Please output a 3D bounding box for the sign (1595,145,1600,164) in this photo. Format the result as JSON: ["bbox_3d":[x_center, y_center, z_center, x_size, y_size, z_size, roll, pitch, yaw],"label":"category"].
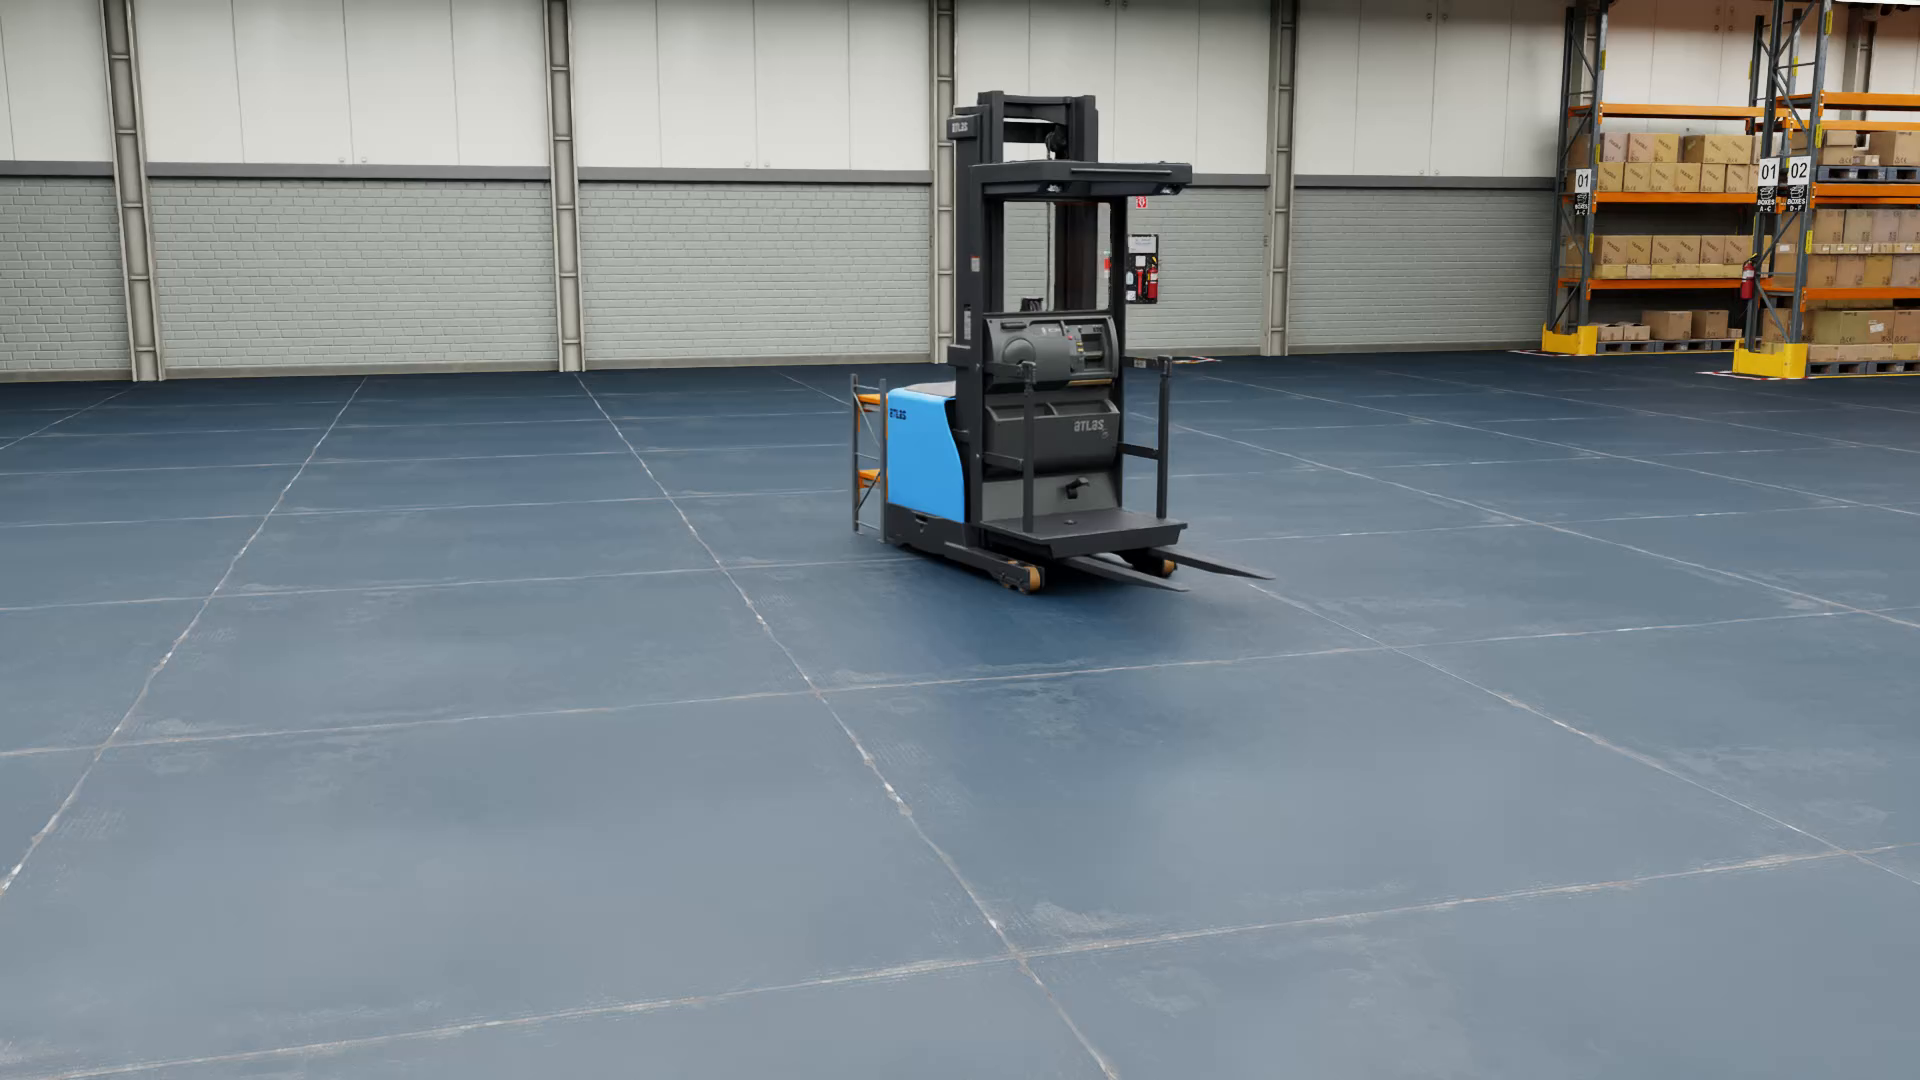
[{"bbox_3d":[10.977,-6.642,28.639,0.005,0.325,0.100,-3,11,-16],"label":"sign"}]

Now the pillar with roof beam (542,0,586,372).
[{"bbox_3d":[-4.824,-6.308,20.955,0.400,9.000,9.100,-3,11,-16],"label":"pillar with roof beam"}]

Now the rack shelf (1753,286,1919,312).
[{"bbox_3d":[14.133,-3.717,25.440,4.000,0.370,1.077,-3,11,-16],"label":"rack shelf"}]

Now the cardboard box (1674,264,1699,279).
[{"bbox_3d":[12.853,-4.815,29.776,0.500,0.250,0.500,-3,11,-15],"label":"cardboard box"}]

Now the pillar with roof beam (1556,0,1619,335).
[{"bbox_3d":[12.458,-7.219,25.903,0.548,9.000,9.100,-3,11,-16],"label":"pillar with roof beam"}]

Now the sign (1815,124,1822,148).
[{"bbox_3d":[12.362,-5.817,23.942,0.005,0.325,0.100,-3,11,-16],"label":"sign"}]

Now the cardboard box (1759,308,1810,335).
[{"bbox_3d":[15.367,-4.060,31.006,0.500,0.500,0.700,-3,11,-14],"label":"cardboard box"}]

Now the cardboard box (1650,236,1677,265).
[{"bbox_3d":[12.342,-5.156,29.556,0.500,0.500,0.500,-3,11,-18],"label":"cardboard box"}]

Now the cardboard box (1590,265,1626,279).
[{"bbox_3d":[11.382,-4.736,29.348,0.500,0.250,0.500,-3,11,-18],"label":"cardboard box"}]

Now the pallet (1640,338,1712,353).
[{"bbox_3d":[12.857,-3.559,30.297,1.213,0.211,1.003,-3,11,-16],"label":"pallet"}]

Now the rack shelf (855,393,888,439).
[{"bbox_3d":[-0.188,-0.905,11.740,1.000,0.278,0.538,-6,12,-28],"label":"rack shelf"}]

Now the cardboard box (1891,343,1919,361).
[{"bbox_3d":[14.231,-2.888,25.385,0.500,0.250,0.500,-3,11,-16],"label":"cardboard box"}]

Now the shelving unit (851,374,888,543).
[{"bbox_3d":[-0.188,-0.617,11.793,1.048,1.125,0.538,-6,12,-28],"label":"shelving unit"}]

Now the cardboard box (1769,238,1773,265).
[{"bbox_3d":[15.163,-5.319,30.660,0.500,0.500,0.700,-3,11,-16],"label":"cardboard box"}]

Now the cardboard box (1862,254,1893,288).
[{"bbox_3d":[13.646,-4.092,25.213,0.500,0.500,0.700,-3,11,-16],"label":"cardboard box"}]

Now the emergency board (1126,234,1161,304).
[{"bbox_3d":[3.111,-4.594,28.219,0.643,1.169,0.194,-3,11,-16],"label":"emergency board"}]

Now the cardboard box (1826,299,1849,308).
[{"bbox_3d":[16.288,-4.479,31.209,0.500,0.250,0.500,-3,11,-18],"label":"cardboard box"}]

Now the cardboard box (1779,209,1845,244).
[{"bbox_3d":[12.716,-4.681,24.830,0.500,0.500,0.700,-3,11,-16],"label":"cardboard box"}]

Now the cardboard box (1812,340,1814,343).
[{"bbox_3d":[13.122,-2.930,25.612,0.500,0.250,0.500,-3,11,-16],"label":"cardboard box"}]

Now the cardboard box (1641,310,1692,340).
[{"bbox_3d":[12.780,-3.894,30.105,0.500,0.500,0.700,-4,11,-20],"label":"cardboard box"}]

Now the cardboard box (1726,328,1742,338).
[{"bbox_3d":[14.160,-3.824,30.643,0.250,0.166,0.380,-5,11,-23],"label":"cardboard box"}]

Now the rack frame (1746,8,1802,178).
[{"bbox_3d":[14.665,-7.984,30.058,0.127,3.000,1.000,-3,11,-16],"label":"rack frame"}]

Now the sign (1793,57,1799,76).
[{"bbox_3d":[14.799,-8.387,29.449,0.005,0.325,0.100,-3,11,-16],"label":"sign"}]

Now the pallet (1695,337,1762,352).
[{"bbox_3d":[14.030,-3.622,30.636,1.213,0.211,1.003,-3,11,-16],"label":"pallet"}]

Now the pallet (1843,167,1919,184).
[{"bbox_3d":[14.073,-5.495,25.071,1.213,0.211,1.003,-3,11,-16],"label":"pallet"}]

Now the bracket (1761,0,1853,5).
[{"bbox_3d":[14.227,-9.827,30.129,4.783,0.066,0.076,-3,11,-16],"label":"bracket"}]

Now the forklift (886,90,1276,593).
[{"bbox_3d":[0.688,-1.219,10.075,1.130,2.935,3.031,-6,12,-30],"label":"forklift"}]

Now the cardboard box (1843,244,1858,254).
[{"bbox_3d":[13.142,-4.347,24.805,0.250,0.149,0.380,-3,11,-16],"label":"cardboard box"}]

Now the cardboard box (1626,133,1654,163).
[{"bbox_3d":[11.758,-6.851,29.096,0.500,0.500,0.500,-3,11,-17],"label":"cardboard box"}]

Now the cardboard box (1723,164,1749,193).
[{"bbox_3d":[13.760,-6.475,29.820,0.500,0.500,0.500,-4,11,-21],"label":"cardboard box"}]

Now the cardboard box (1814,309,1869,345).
[{"bbox_3d":[13.269,-3.207,25.045,0.500,0.500,0.500,-3,11,-16],"label":"cardboard box"}]

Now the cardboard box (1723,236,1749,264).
[{"bbox_3d":[13.820,-5.234,29.981,0.500,0.500,0.500,-3,11,-16],"label":"cardboard box"}]

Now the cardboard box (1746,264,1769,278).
[{"bbox_3d":[14.295,-4.893,30.197,0.500,0.250,0.500,-3,11,-16],"label":"cardboard box"}]

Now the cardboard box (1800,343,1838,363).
[{"bbox_3d":[12.790,-2.813,24.974,0.500,0.250,0.500,-3,11,-16],"label":"cardboard box"}]

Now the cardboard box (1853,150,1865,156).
[{"bbox_3d":[13.245,-5.751,25.082,0.500,0.250,0.500,-3,11,-16],"label":"cardboard box"}]

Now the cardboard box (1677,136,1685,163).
[{"bbox_3d":[12.651,-6.999,29.901,0.500,0.500,0.500,-3,11,-16],"label":"cardboard box"}]

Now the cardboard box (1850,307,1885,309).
[{"bbox_3d":[14.081,-3.350,25.822,0.500,0.500,0.500,-3,11,-16],"label":"cardboard box"}]

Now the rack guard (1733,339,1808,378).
[{"bbox_3d":[12.190,-2.739,25.045,0.348,0.500,1.175,-3,11,-16],"label":"rack guard"}]

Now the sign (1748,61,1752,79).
[{"bbox_3d":[14.505,-8.617,30.482,0.005,0.325,0.100,-3,11,-16],"label":"sign"}]

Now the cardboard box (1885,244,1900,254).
[{"bbox_3d":[13.886,-4.386,25.018,0.250,0.149,0.380,-3,11,-17],"label":"cardboard box"}]

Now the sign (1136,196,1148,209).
[{"bbox_3d":[3.075,-5.751,28.101,0.199,0.298,0.001,-3,11,-16],"label":"sign"}]

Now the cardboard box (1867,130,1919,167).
[{"bbox_3d":[13.884,-5.806,24.693,0.500,0.500,0.500,-3,11,-16],"label":"cardboard box"}]

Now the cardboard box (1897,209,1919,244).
[{"bbox_3d":[14.184,-4.760,25.257,0.500,0.500,0.700,-3,11,-16],"label":"cardboard box"}]

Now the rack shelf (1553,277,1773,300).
[{"bbox_3d":[12.745,-4.578,30.117,4.000,0.370,1.077,-3,11,-16],"label":"rack shelf"}]

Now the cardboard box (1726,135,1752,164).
[{"bbox_3d":[13.734,-6.957,29.673,0.500,0.500,0.500,-2,11,-13],"label":"cardboard box"}]

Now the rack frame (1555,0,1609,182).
[{"bbox_3d":[10.825,-7.781,28.959,0.127,3.000,1.000,-3,11,-16],"label":"rack frame"}]

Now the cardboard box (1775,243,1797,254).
[{"bbox_3d":[12.526,-4.390,25.043,0.250,0.149,0.380,-3,11,-17],"label":"cardboard box"}]

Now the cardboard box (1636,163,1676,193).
[{"bbox_3d":[12.239,-6.386,29.336,0.500,0.500,0.500,-2,11,-13],"label":"cardboard box"}]

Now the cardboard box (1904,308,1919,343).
[{"bbox_3d":[14.707,-3.285,25.467,0.500,0.500,0.500,-3,11,-16],"label":"cardboard box"}]

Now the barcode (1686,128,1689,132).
[{"bbox_3d":[13.211,-7.447,30.182,0.075,0.075,0.001,-3,11,-16],"label":"barcode"}]

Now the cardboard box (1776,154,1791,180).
[{"bbox_3d":[15.213,-6.778,30.358,0.500,0.500,0.500,-1,11,-8],"label":"cardboard box"}]

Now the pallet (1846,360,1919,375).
[{"bbox_3d":[14.105,-2.706,25.659,1.213,0.211,1.003,-3,11,-16],"label":"pallet"}]

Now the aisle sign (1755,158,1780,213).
[{"bbox_3d":[12.068,-5.296,24.849,0.004,0.787,0.394,-3,11,-16],"label":"aisle sign"}]
